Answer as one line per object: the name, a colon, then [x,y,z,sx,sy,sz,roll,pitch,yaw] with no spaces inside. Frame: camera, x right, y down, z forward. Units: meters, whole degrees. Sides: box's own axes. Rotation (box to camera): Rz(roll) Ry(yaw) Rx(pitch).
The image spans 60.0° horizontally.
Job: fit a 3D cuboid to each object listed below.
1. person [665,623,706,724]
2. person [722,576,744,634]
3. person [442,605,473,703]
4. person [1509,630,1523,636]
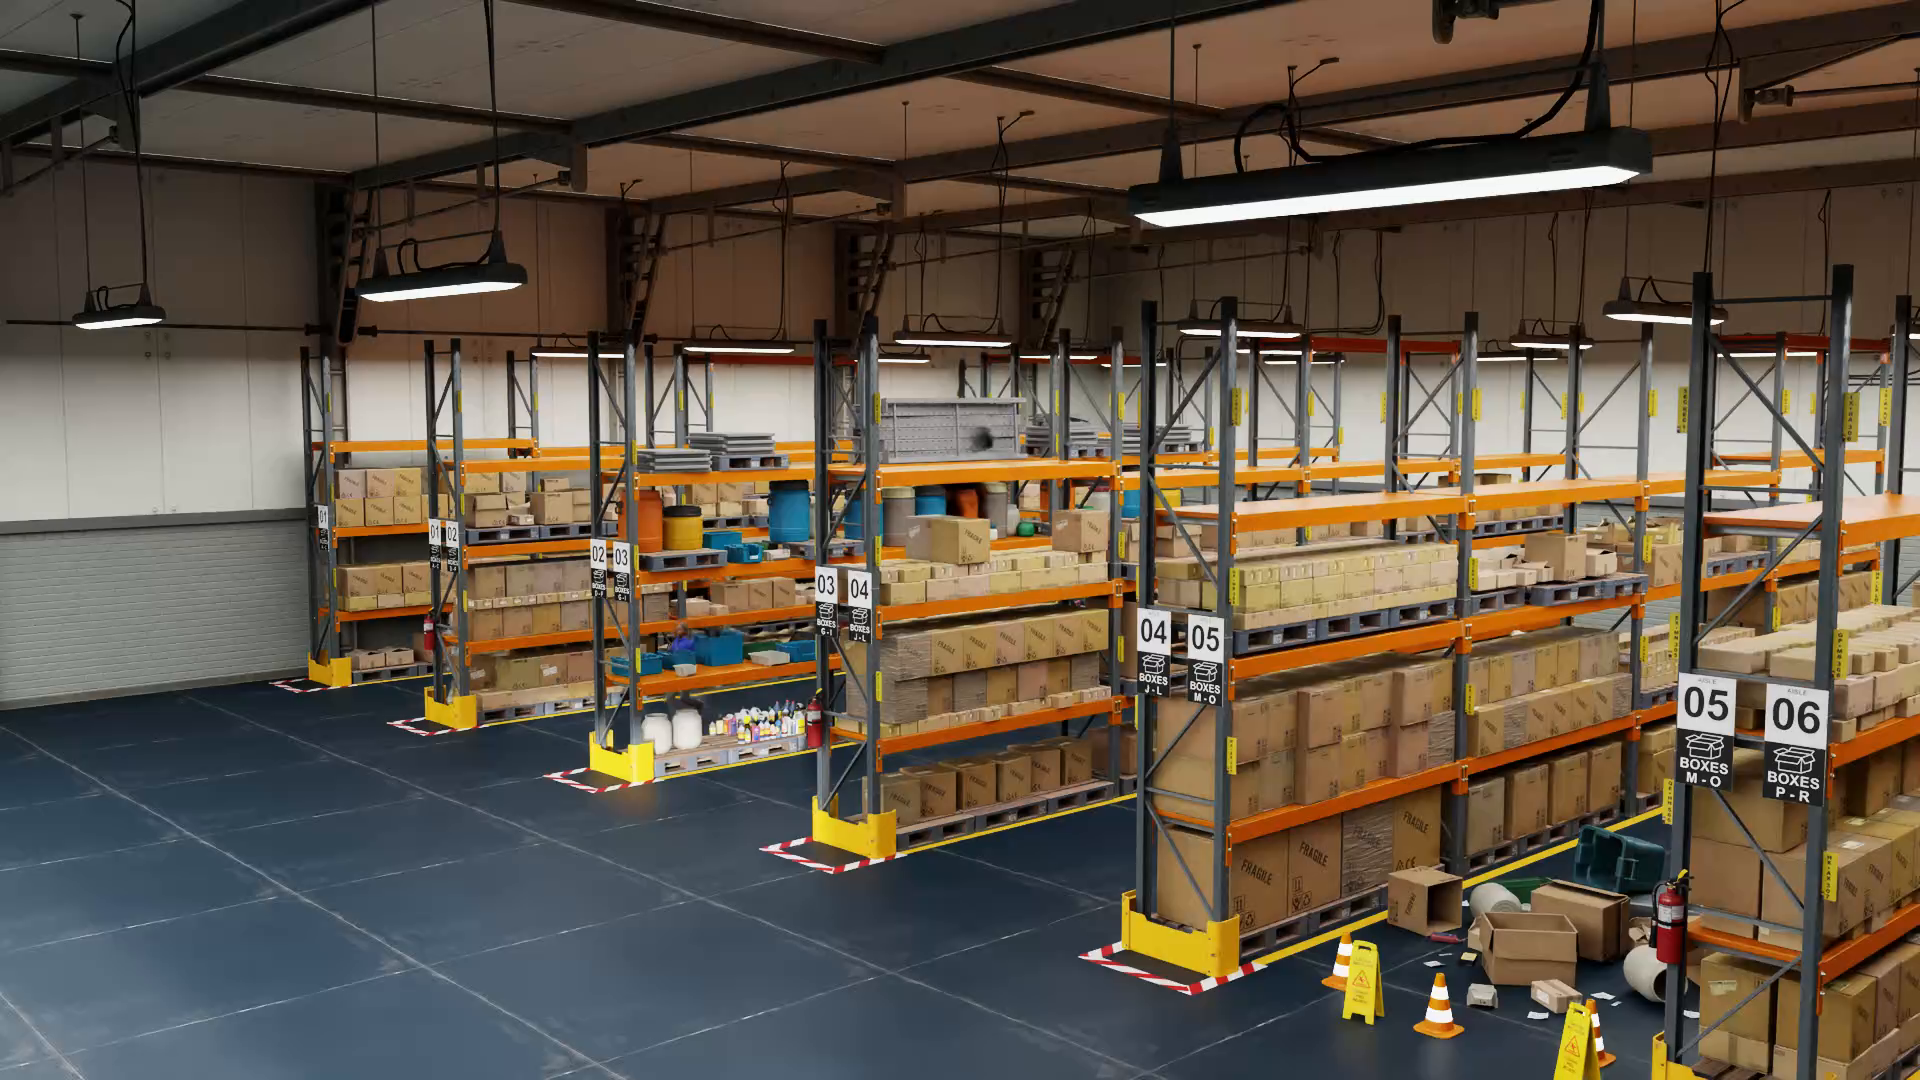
person: [-4.315,2.085,25.840,0.585,1.615,0.759,3,6,35]
person: [-4.545,1.443,32.934,0.632,1.661,0.861,4,6,38]
person: [-8.354,1.846,28.070,0.722,1.765,1.017,3,6,29]
person: [8.096,2.169,24.189,0.682,1.767,0.884,4,6,37]
